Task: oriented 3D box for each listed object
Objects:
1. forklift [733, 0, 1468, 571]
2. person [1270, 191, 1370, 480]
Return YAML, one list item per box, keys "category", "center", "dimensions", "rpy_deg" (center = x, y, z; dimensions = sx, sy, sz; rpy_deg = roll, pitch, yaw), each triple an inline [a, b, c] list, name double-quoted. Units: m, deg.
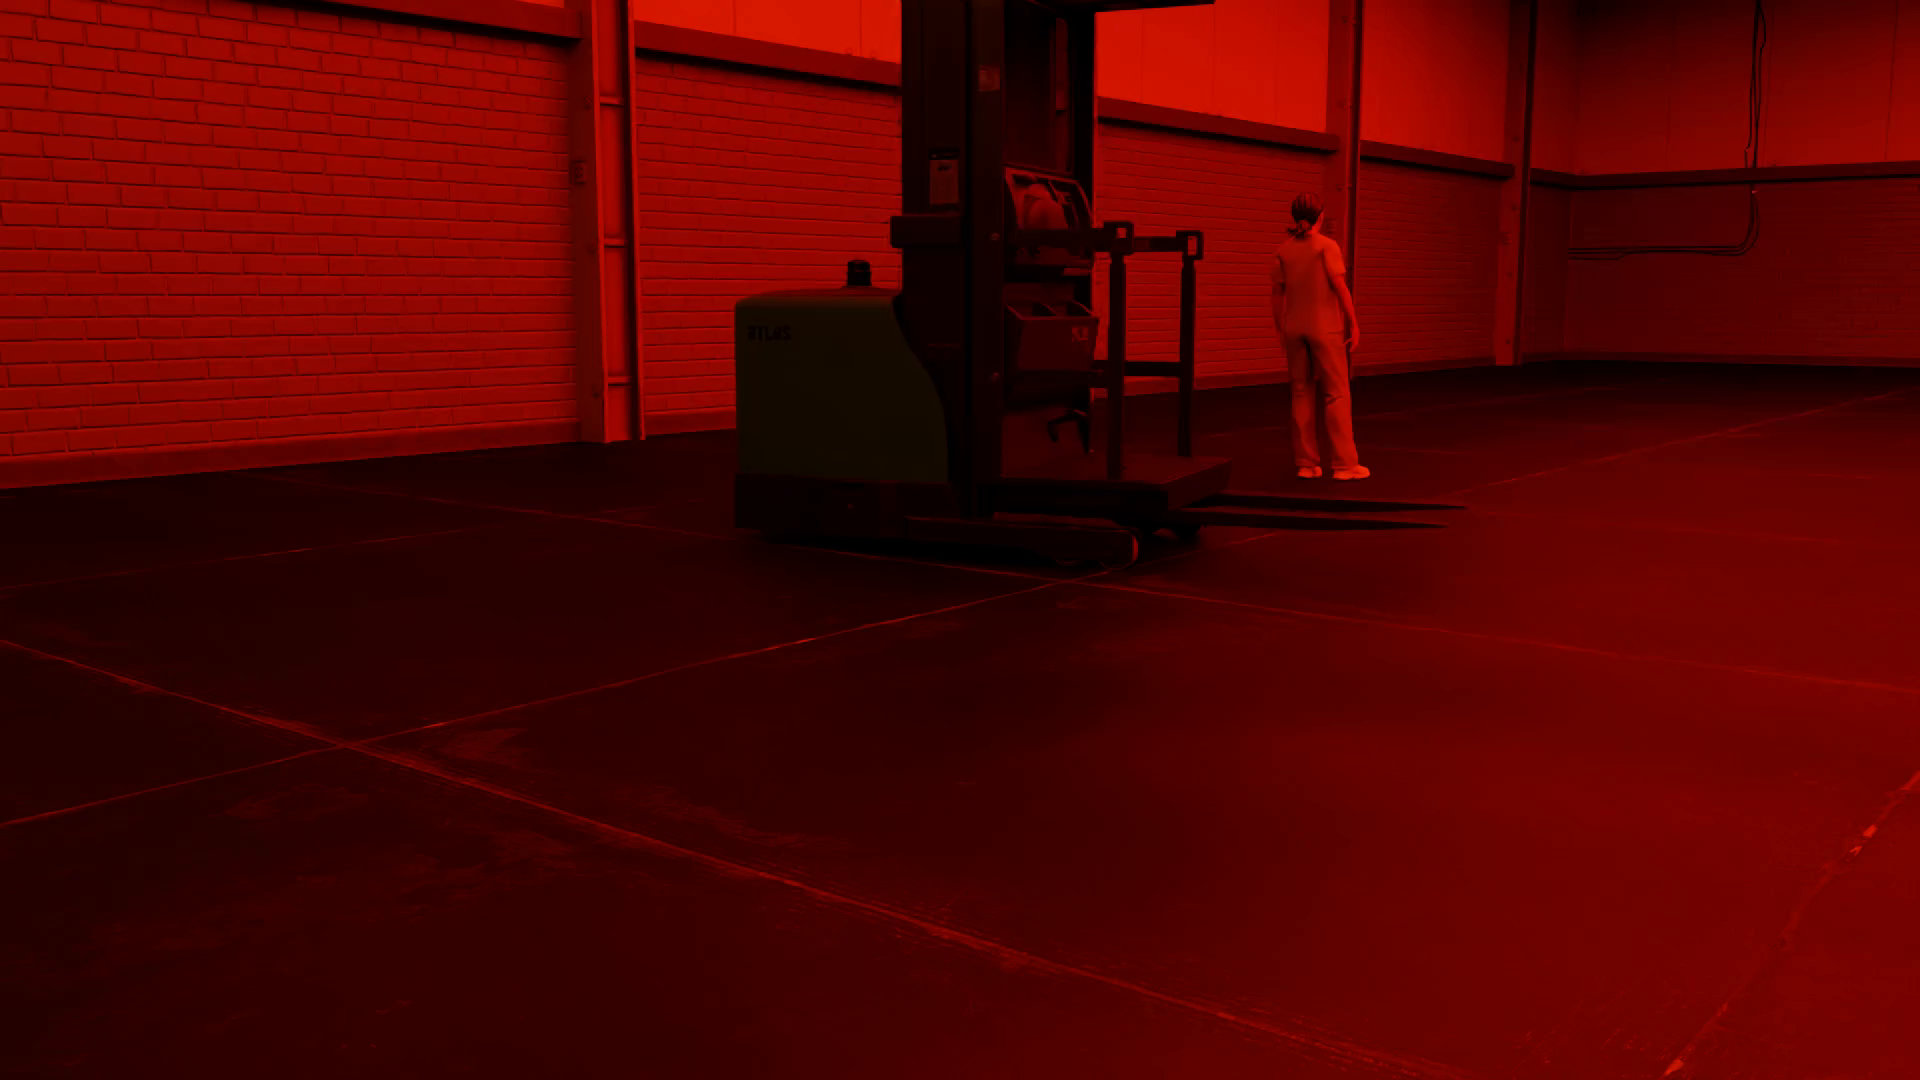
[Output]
- category: "forklift"
  center: [0.567, -1.416, 6.959]
  dimensions: [3.031, 2.935, 1.130]
  rpy_deg: [4, 9, 23]
- category: "person"
  center: [2.108, -1.197, 9.799]
  dimensions: [0.527, 1.683, 0.518]
  rpy_deg: [7, 11, 41]
